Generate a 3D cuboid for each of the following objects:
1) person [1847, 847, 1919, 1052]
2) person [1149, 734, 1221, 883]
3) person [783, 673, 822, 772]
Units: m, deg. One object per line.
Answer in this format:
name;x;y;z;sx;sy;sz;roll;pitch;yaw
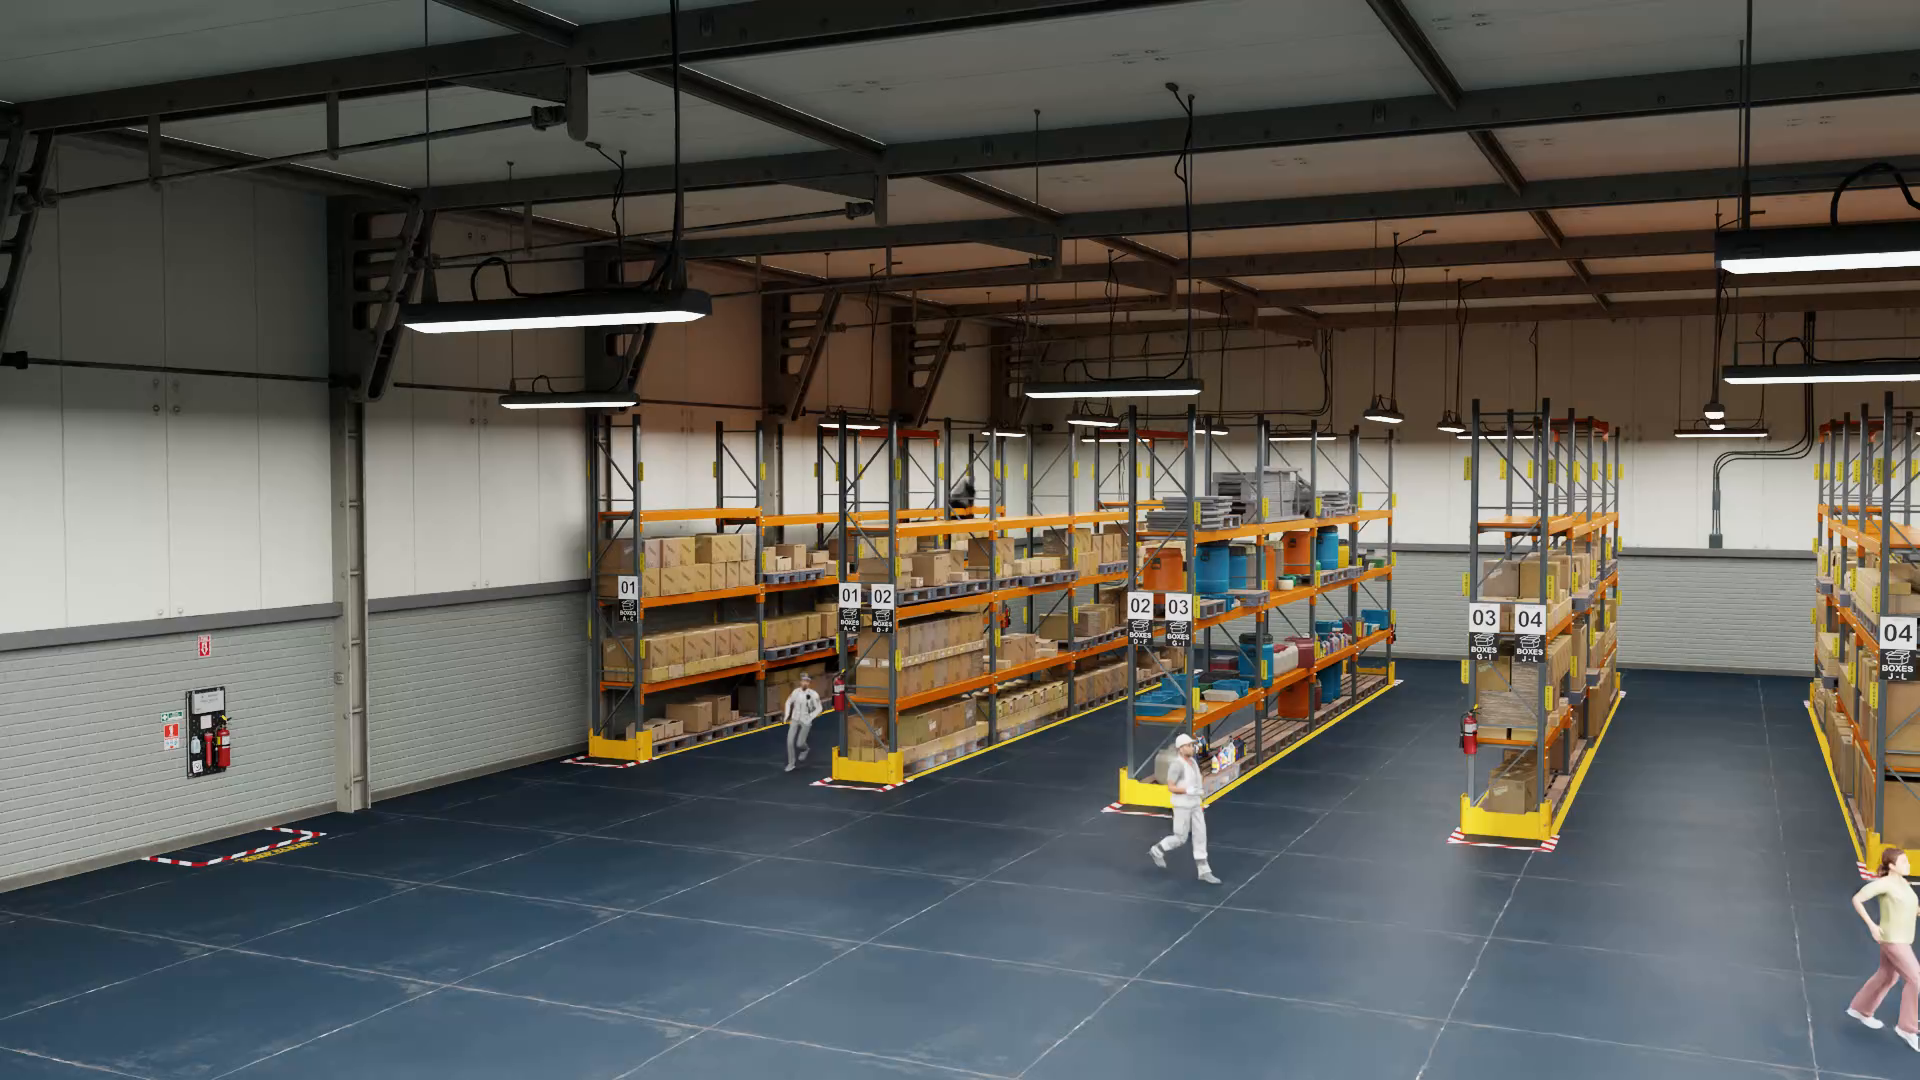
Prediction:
person;8.189;3.560;14.618;0.550;1.729;0.747;-2;3;-42
person;2.751;3.253;20.274;0.985;1.776;0.654;2;3;41
person;-2.642;3.044;27.943;0.665;1.649;0.617;1;2;15
